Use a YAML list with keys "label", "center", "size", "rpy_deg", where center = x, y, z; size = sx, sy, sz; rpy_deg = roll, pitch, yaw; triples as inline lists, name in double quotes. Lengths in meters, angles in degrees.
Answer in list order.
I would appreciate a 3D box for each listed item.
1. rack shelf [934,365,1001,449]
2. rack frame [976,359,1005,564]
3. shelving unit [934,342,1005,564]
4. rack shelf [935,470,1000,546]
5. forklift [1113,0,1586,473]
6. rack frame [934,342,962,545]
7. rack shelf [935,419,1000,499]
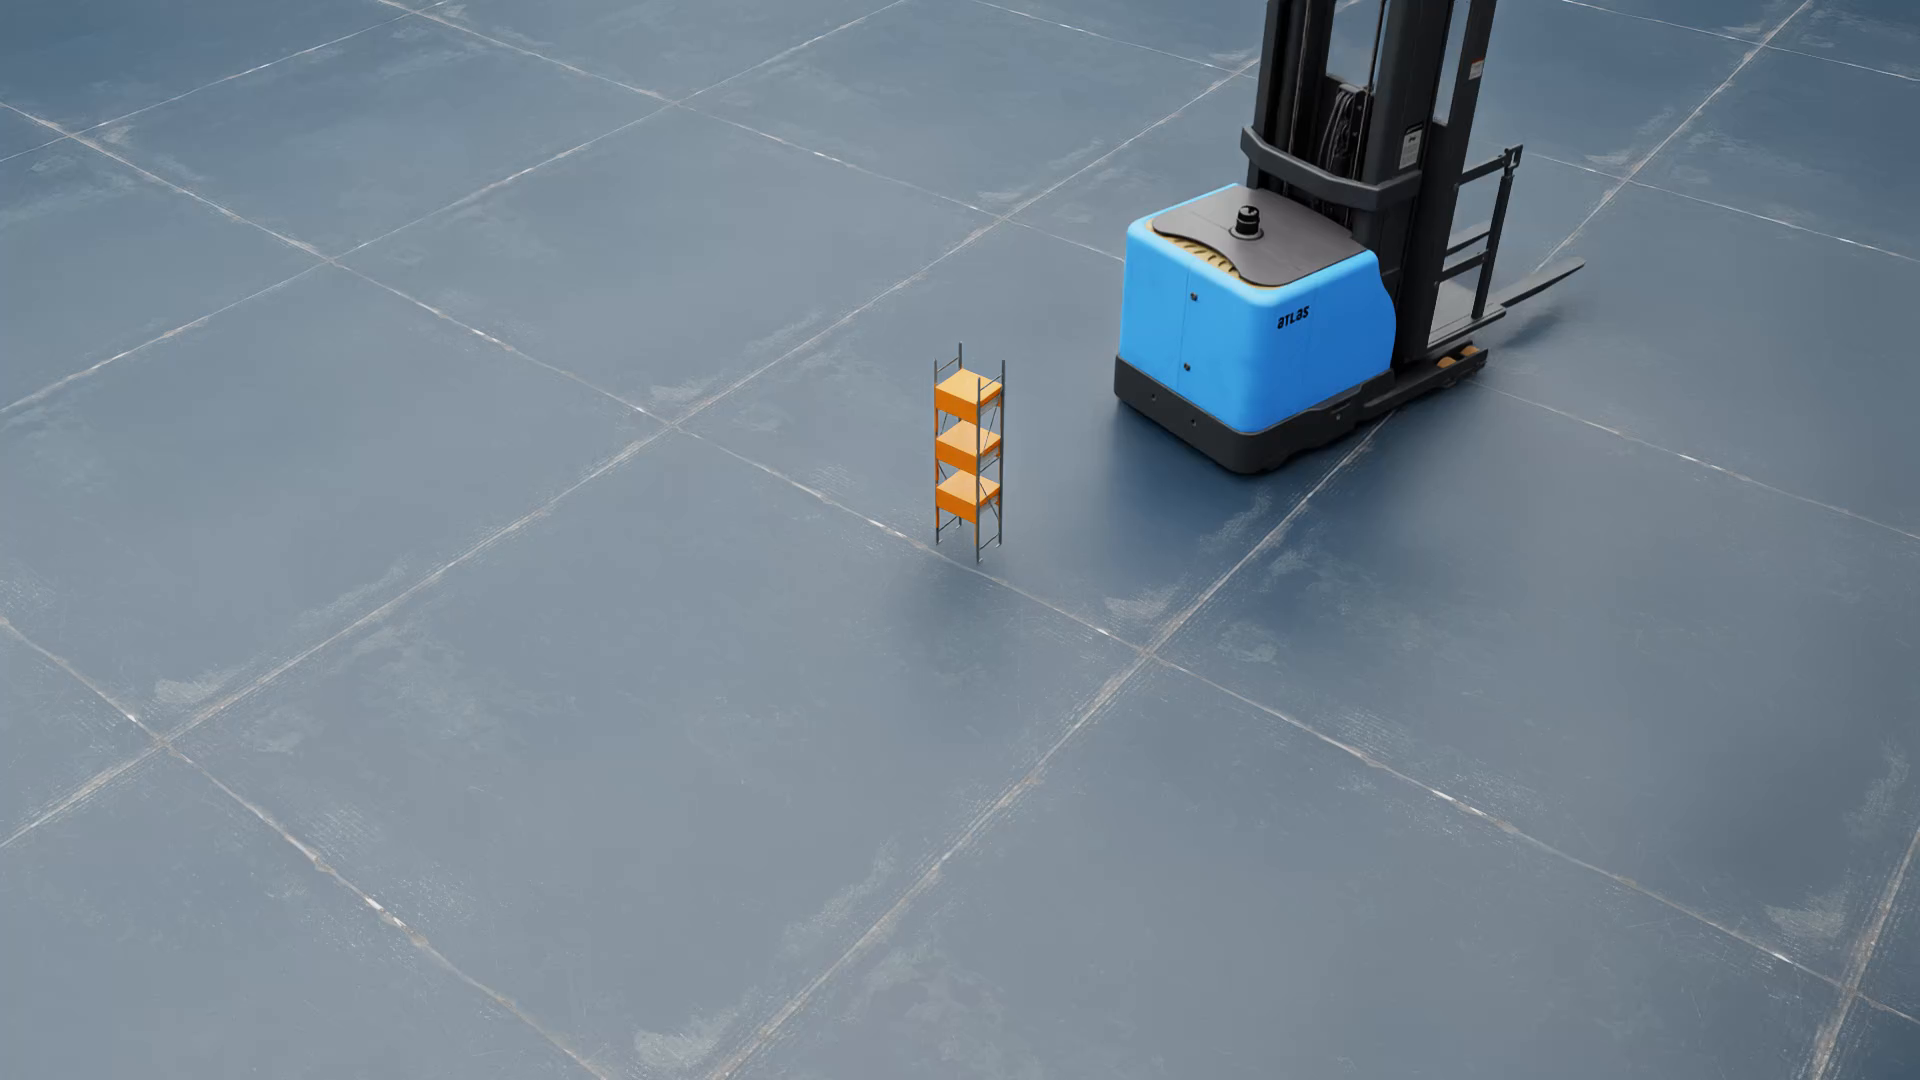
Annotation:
- label: "rack shelf"
  center: [0.042, -0.608, 7.593]
  size: [0.240, 0.259, 0.215]
  rpy_deg: [25, 45, 29]
- label: "rack frame"
  center: [0.139, -0.348, 7.703]
  size: [0.008, 1.050, 0.200]
  rpy_deg: [25, 45, 29]
- label: "shelving unit"
  center: [0.042, -0.393, 7.762]
  size: [0.252, 1.050, 0.215]
  rpy_deg: [25, 45, 29]
- label: "rack shelf"
  center: [0.042, -0.166, 7.939]
  size: [0.240, 0.259, 0.215]
  rpy_deg: [25, 45, 29]
- label: "forklift"
  center: [2.312, -2.230, 8.582]
  size: [3.031, 2.935, 1.130]
  rpy_deg: [-25, 45, -29]
- label: "rack frame"
  center: [-0.054, -0.439, 7.820]
  size: [0.008, 1.050, 0.200]
  rpy_deg: [25, 45, 29]
- label: "rack shelf"
  center: [0.042, -0.385, 7.768]
  size: [0.240, 0.259, 0.215]
  rpy_deg: [25, 45, 29]
